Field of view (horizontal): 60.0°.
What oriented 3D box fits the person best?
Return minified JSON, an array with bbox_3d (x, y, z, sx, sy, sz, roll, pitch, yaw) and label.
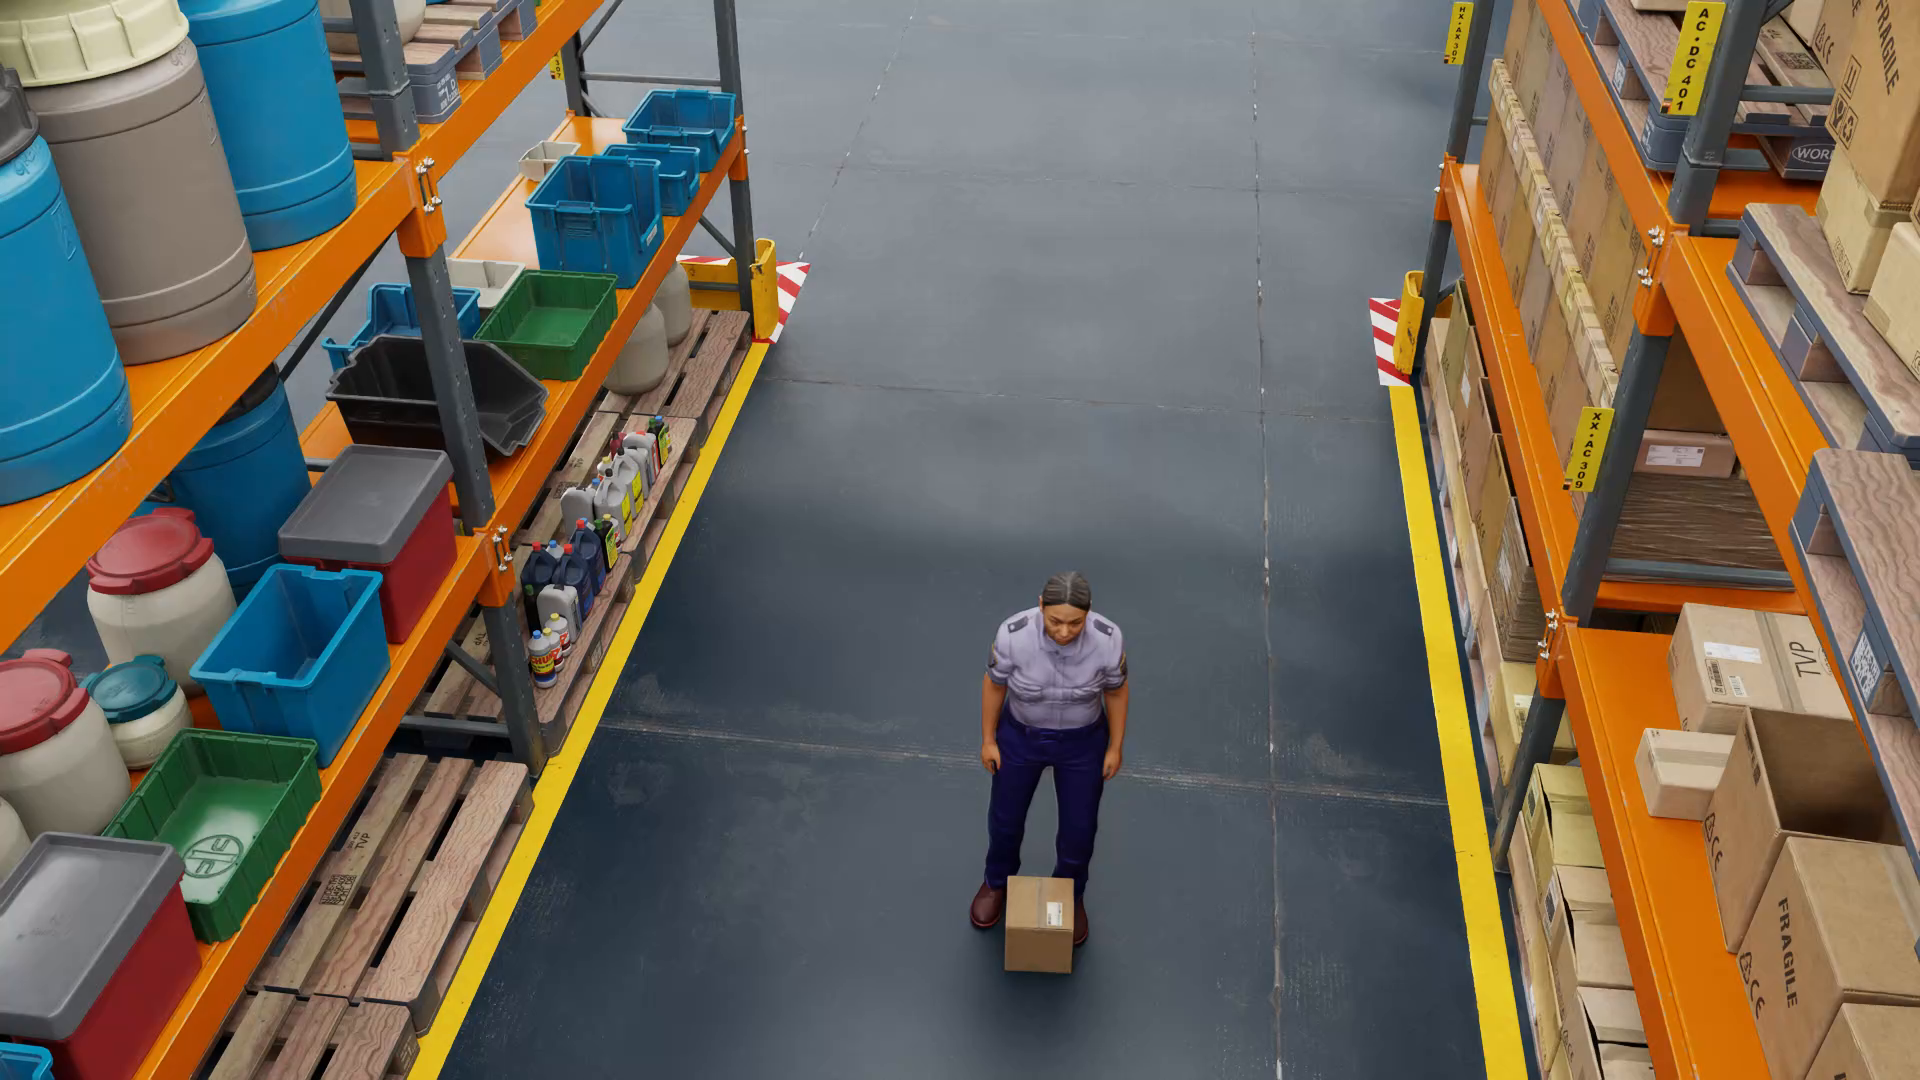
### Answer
[{"bbox_3d":[0.320,0.761,6.015,0.555,1.647,0.425,2,36,3],"label":"person"}]
